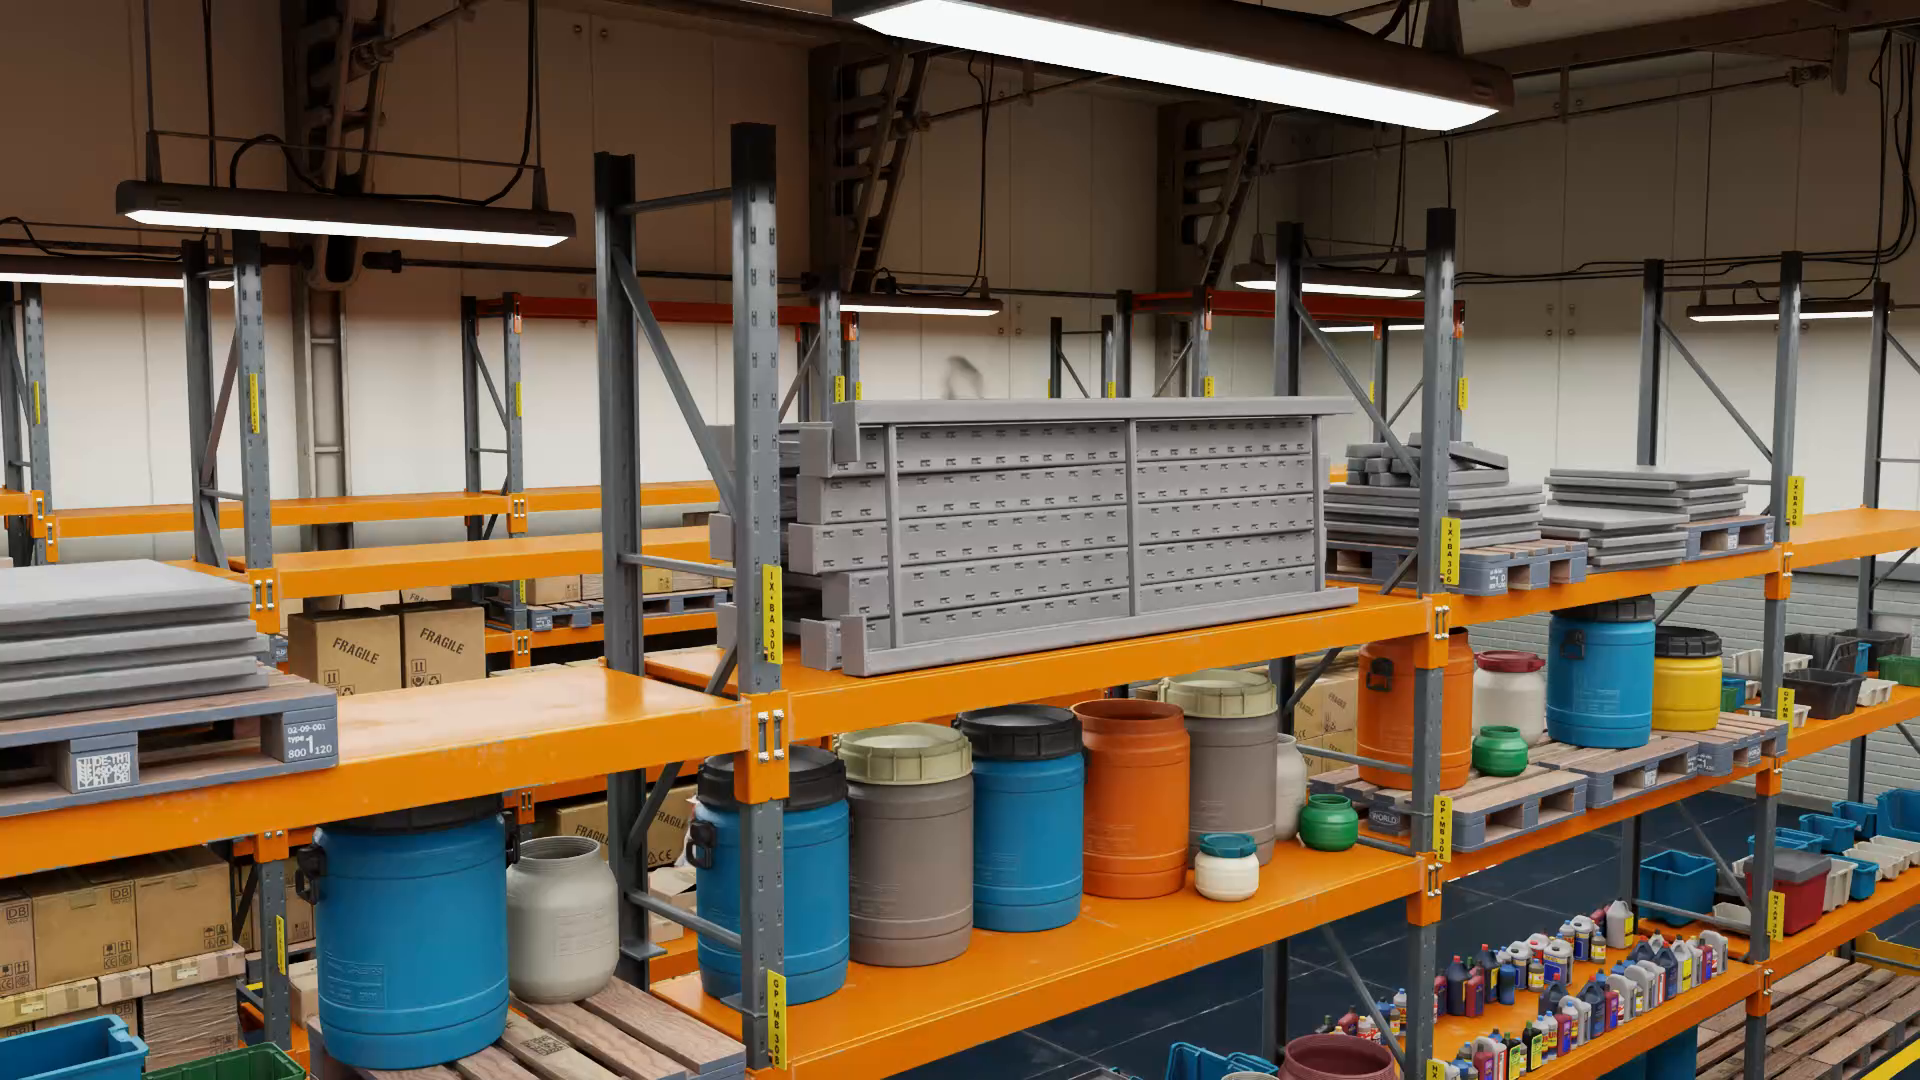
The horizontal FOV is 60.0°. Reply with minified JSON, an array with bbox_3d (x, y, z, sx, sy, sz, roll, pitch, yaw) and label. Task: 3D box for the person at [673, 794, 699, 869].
[{"bbox_3d":[-2.187,2.963,14.061,0.584,1.729,0.699,-4,7,-39],"label":"person"}]
